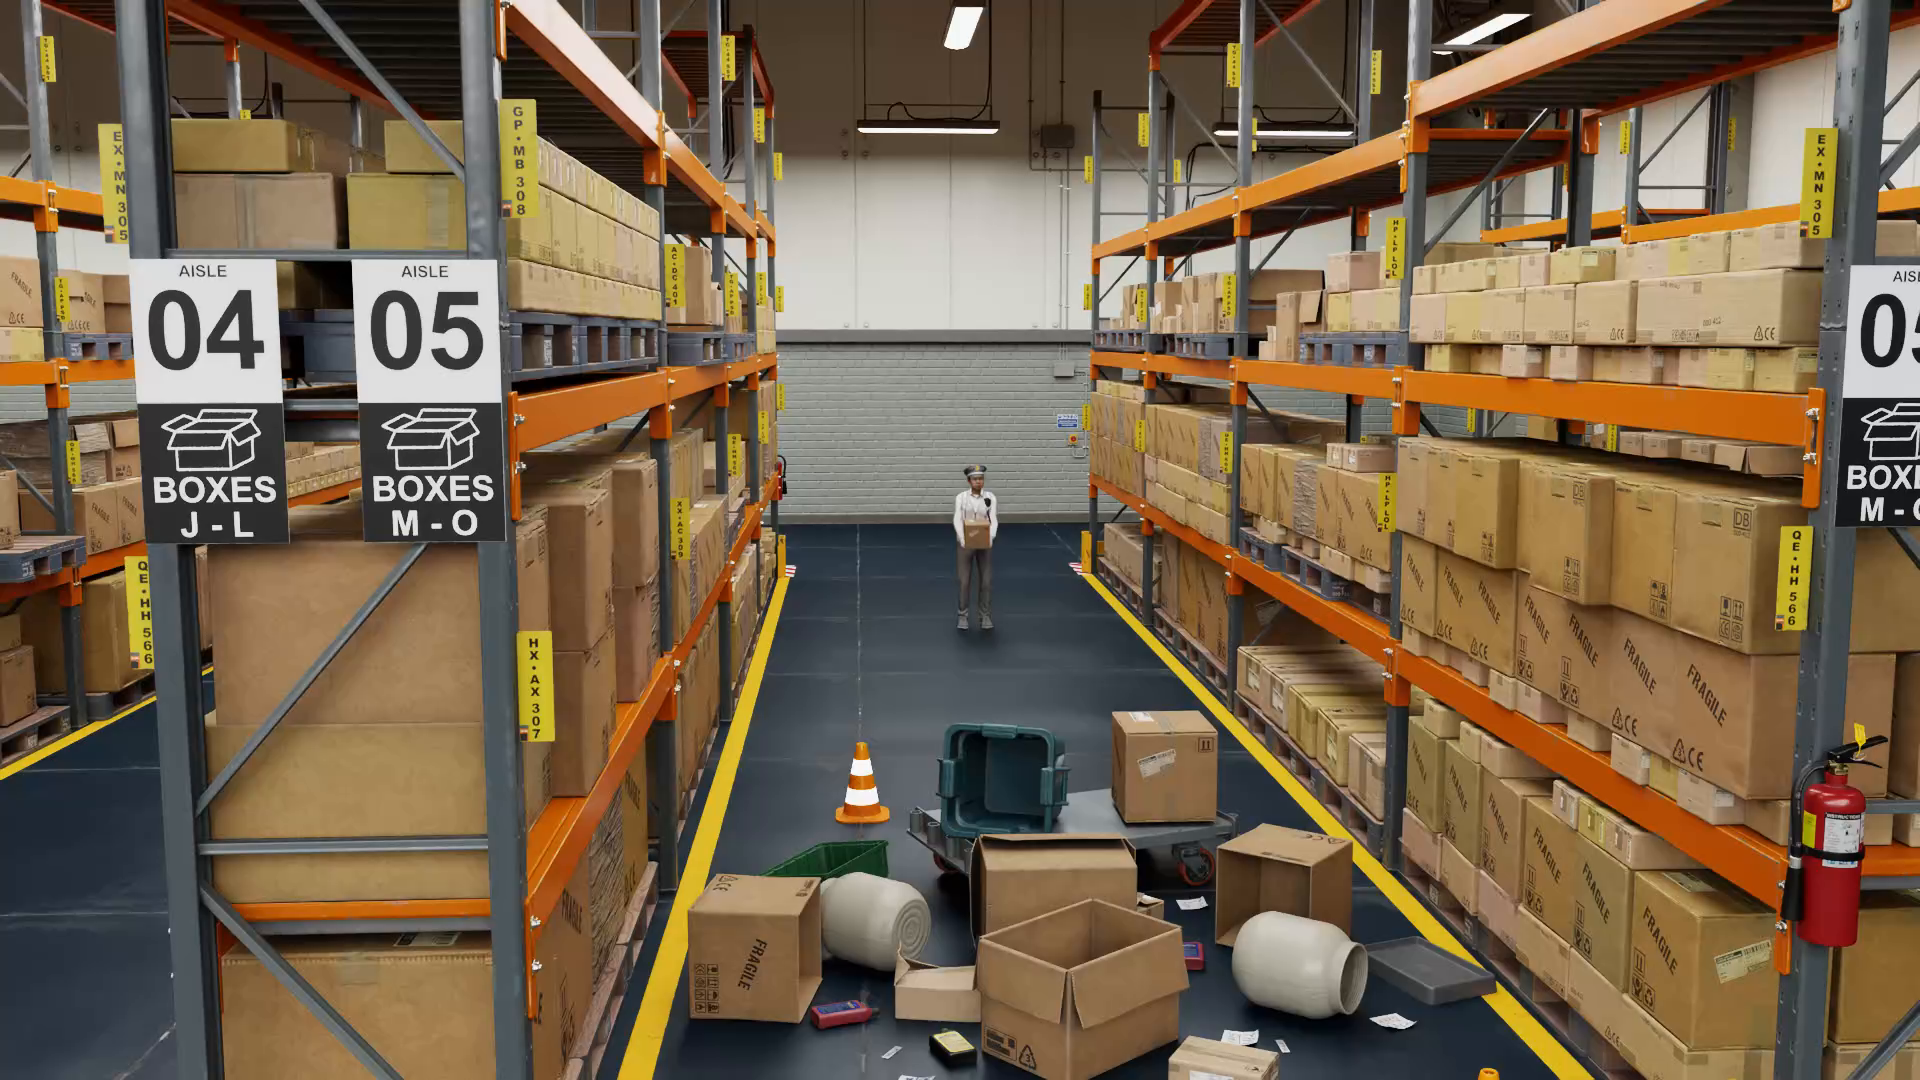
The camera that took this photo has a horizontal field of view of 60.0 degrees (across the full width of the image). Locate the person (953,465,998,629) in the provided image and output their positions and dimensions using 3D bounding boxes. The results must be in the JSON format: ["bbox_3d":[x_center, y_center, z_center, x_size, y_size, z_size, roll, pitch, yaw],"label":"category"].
[{"bbox_3d":[0.159,0.073,17.066,0.457,1.690,0.539,0,7,-3],"label":"person"}]
